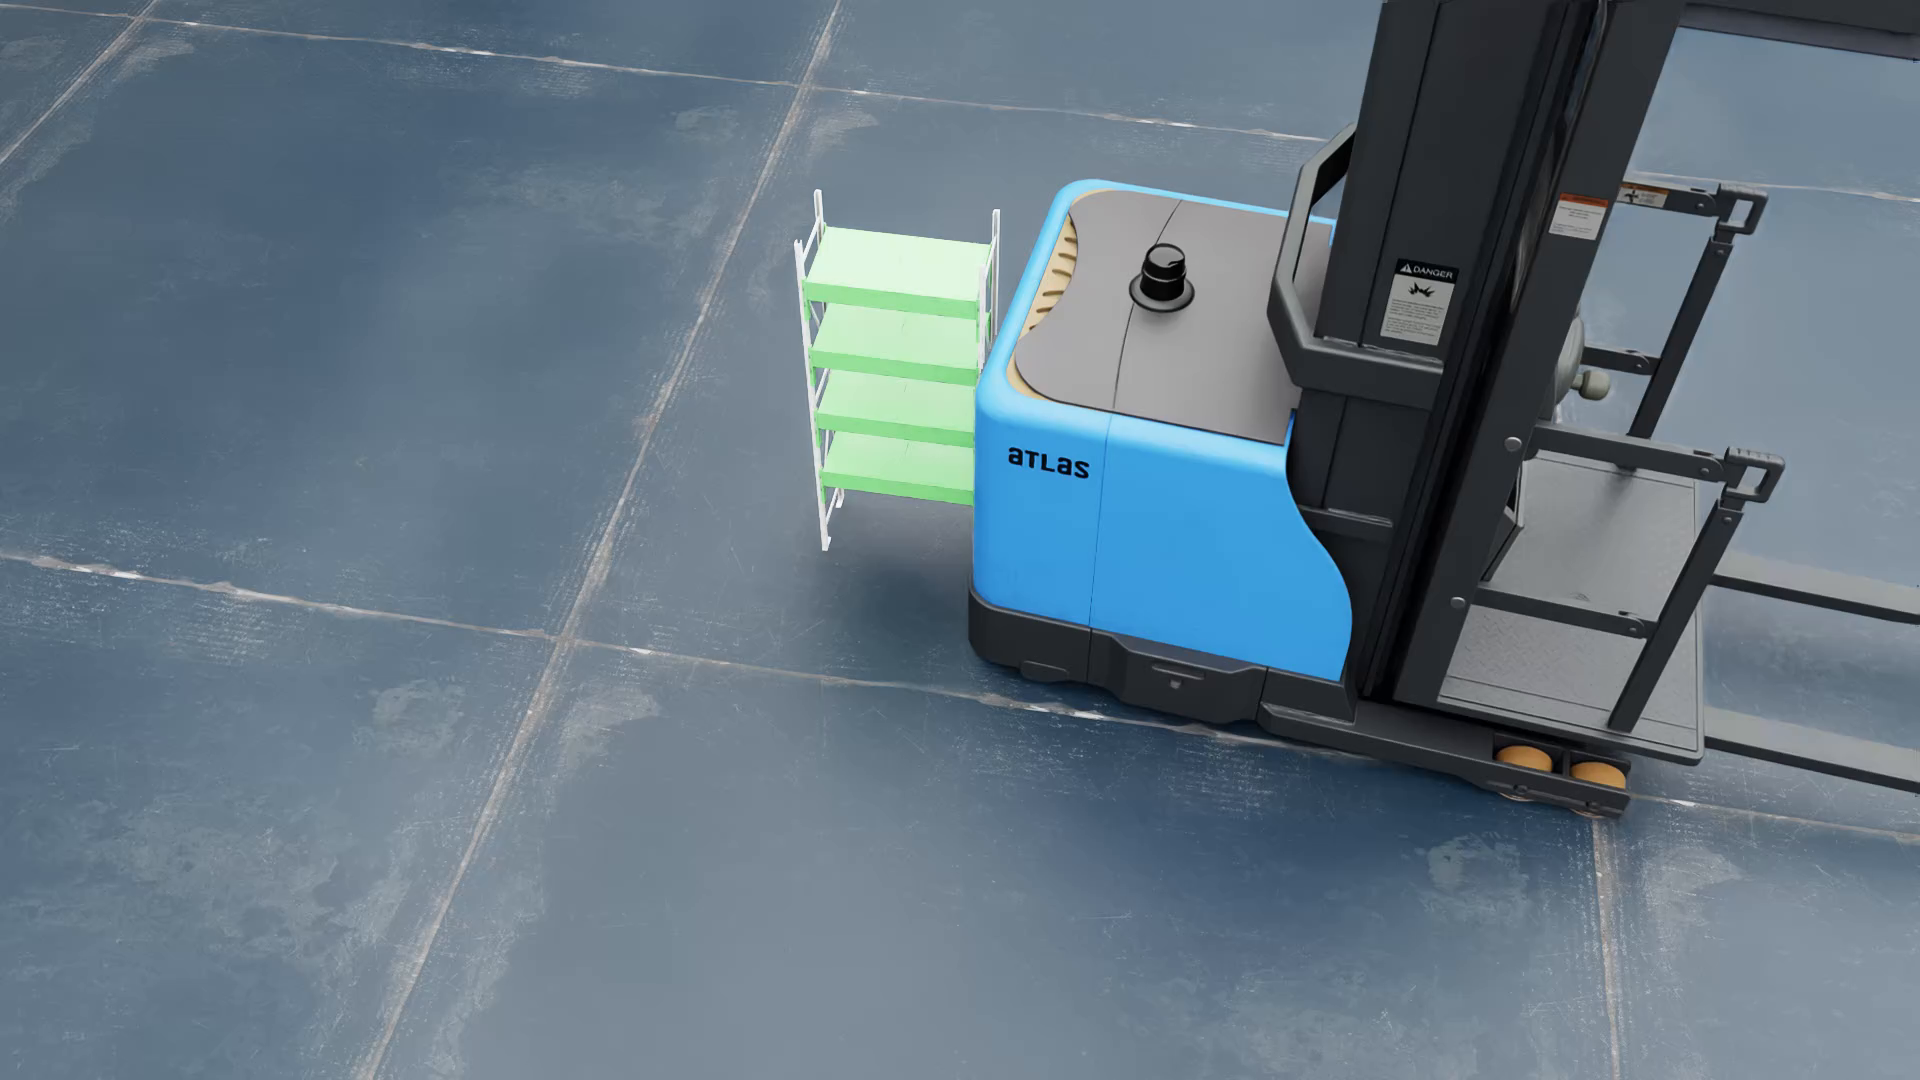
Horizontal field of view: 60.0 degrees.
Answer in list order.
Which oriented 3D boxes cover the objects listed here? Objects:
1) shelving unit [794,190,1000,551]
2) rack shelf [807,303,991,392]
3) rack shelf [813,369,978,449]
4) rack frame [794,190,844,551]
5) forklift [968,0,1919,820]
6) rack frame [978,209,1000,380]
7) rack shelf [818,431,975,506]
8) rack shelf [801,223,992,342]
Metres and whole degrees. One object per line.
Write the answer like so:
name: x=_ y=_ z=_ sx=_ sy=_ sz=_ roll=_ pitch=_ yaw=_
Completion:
shelving unit: x=-0.163 y=-0.423 z=4.823 sx=0.503 sy=1.200 sz=0.258 roll=8 pitch=49 yaw=7
rack shelf: x=-0.163 y=-0.541 z=4.692 sx=0.480 sy=0.148 sz=0.258 roll=8 pitch=49 yaw=7
rack shelf: x=-0.163 y=-0.380 z=4.871 sx=0.480 sy=0.148 sz=0.258 roll=8 pitch=49 yaw=7
rack frame: x=-0.403 y=-0.455 z=4.852 sx=0.015 sy=1.200 sz=0.240 roll=8 pitch=49 yaw=7
forklift: x=1.599 y=-0.661 z=3.874 sx=3.031 sy=2.935 sz=1.130 roll=12 pitch=49 yaw=11
rack frame: x=0.077 y=-0.391 z=4.794 sx=0.015 sy=1.200 sz=0.240 roll=8 pitch=49 yaw=7
rack shelf: x=-0.163 y=-0.220 z=5.049 sx=0.480 sy=0.148 sz=0.258 roll=8 pitch=49 yaw=7
rack shelf: x=-0.163 y=-0.701 z=4.514 sx=0.480 sy=0.148 sz=0.258 roll=8 pitch=49 yaw=7
